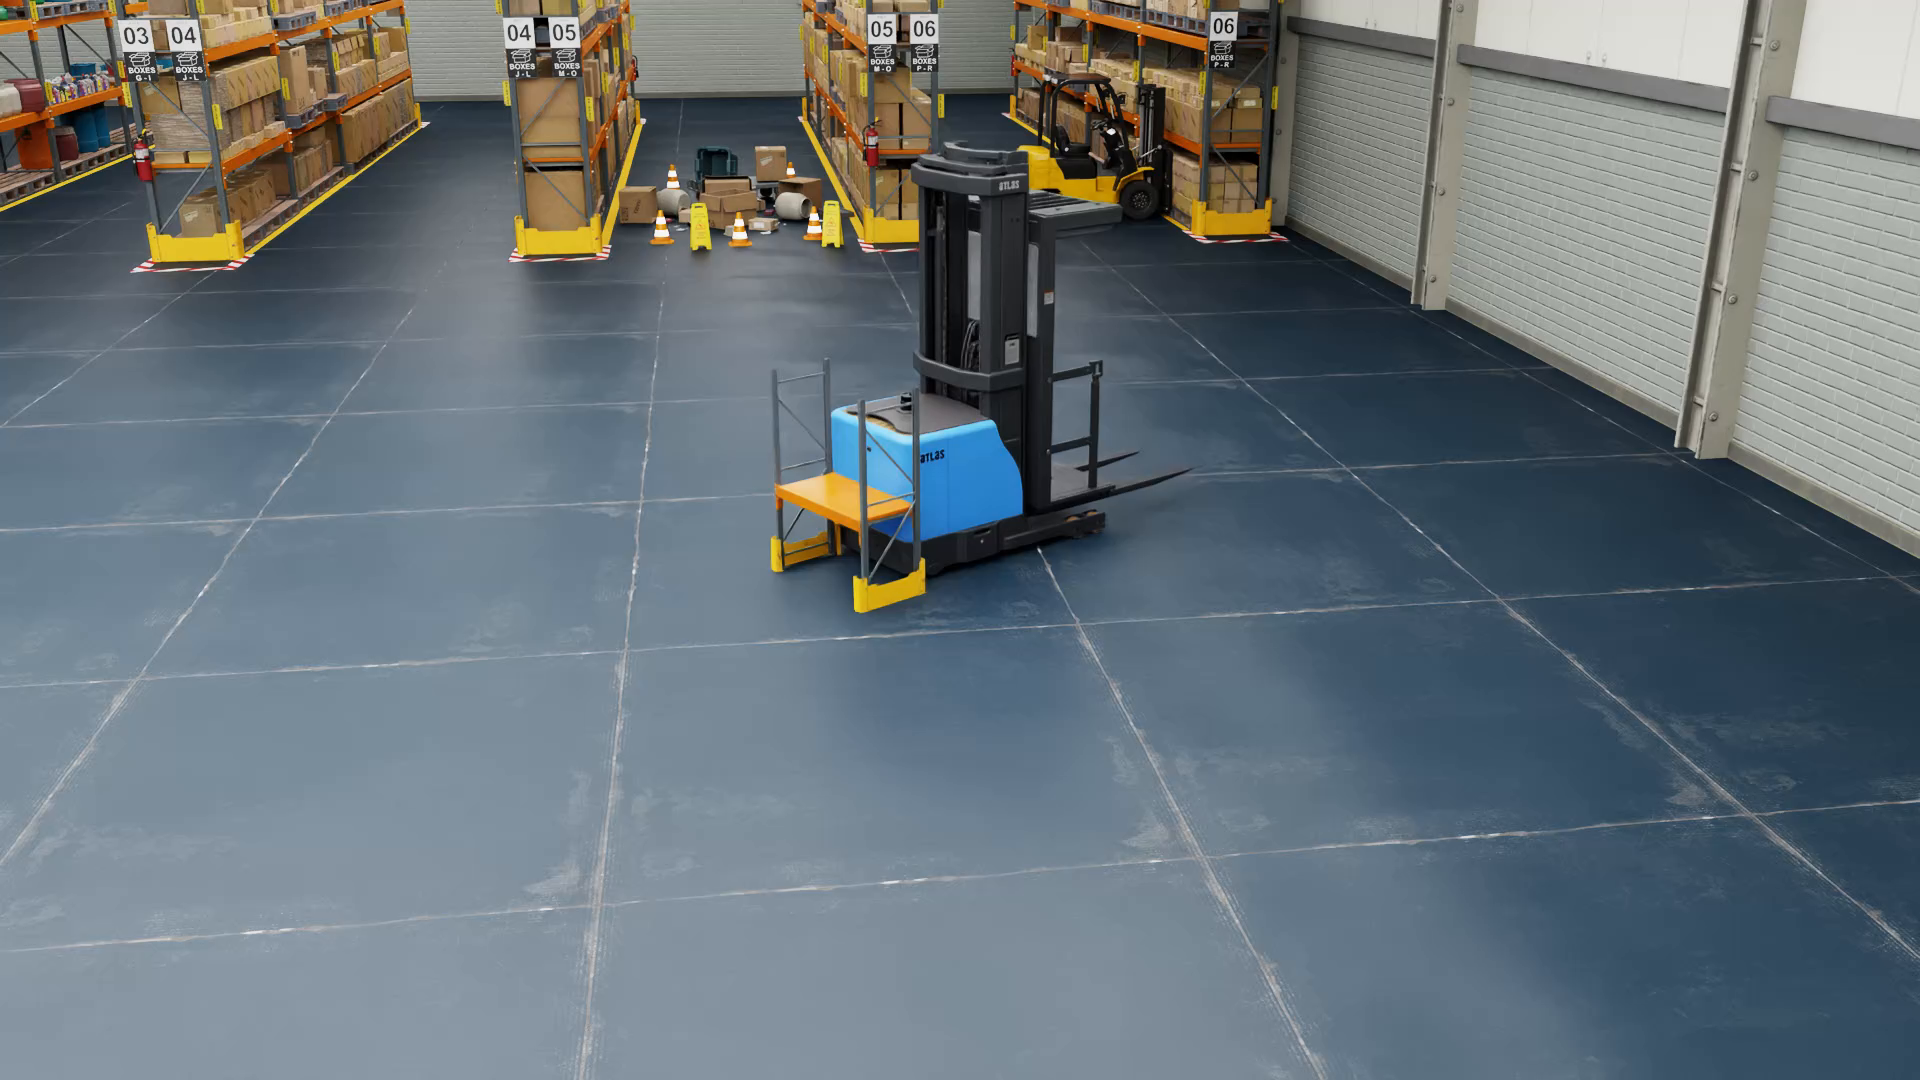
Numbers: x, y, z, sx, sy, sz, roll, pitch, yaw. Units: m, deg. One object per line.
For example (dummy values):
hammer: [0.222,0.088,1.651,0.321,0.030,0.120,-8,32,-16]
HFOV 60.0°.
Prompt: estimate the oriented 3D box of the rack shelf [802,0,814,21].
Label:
rack shelf: [-2.836,-11.726,36.567,1.077,0.370,4.000,-3,21,-8]

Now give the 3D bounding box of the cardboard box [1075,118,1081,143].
cardboard box: [2.605,-8.168,33.270,0.500,0.500,0.500,-3,21,-9]

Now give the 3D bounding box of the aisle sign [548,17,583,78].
aisle sign: [-5.395,-6.735,22.745,0.394,0.787,0.004,-3,21,-8]

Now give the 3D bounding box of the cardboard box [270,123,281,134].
cardboard box: [-10.853,-6.432,26.009,0.380,0.149,0.250,-3,21,-8]

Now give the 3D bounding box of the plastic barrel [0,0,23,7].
plastic barrel: [-16.758,-9.831,29.250,0.600,0.830,0.708,-3,21,-8]

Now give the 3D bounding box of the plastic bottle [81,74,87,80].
plastic bottle: [-16.915,-8.820,32.114,0.144,0.351,0.185,-3,21,-8]

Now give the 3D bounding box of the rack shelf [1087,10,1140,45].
rack shelf: [3.228,-9.208,29.824,1.077,0.370,4.000,-3,21,-8]

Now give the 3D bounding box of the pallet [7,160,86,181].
pallet: [-16.834,-6.796,30.610,1.003,0.211,1.213,-3,21,-8]

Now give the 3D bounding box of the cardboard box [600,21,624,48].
cardboard box: [-7.256,-10.504,34.556,0.500,0.500,0.500,-2,21,-6]

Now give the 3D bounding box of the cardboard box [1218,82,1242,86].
cardboard box: [4.179,-6.949,25.540,0.380,0.149,0.250,-3,21,-7]

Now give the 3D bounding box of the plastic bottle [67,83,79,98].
plastic bottle: [-16.621,-8.419,31.149,0.152,0.276,0.135,-3,21,-8]

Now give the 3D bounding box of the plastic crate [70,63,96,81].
plastic crate: [-17.660,-9.381,33.484,0.392,0.384,0.575,-3,21,-8]

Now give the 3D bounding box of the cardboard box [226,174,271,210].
cardboard box: [-11.093,-5.383,25.815,0.500,0.500,0.500,4,21,9]

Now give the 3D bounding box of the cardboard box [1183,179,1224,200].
cardboard box: [3.714,-5.358,25.390,0.500,0.250,0.500,-3,21,-8]

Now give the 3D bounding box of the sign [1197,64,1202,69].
sign: [4.066,-7.919,28.280,0.100,0.325,0.005,-3,21,-8]

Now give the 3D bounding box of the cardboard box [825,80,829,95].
cardboard box: [-2.301,-8.673,31.864,0.500,0.250,0.500,-4,21,-10]

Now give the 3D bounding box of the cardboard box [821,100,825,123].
cardboard box: [-2.662,-9.495,36.913,0.875,0.438,0.875,-4,21,-9]

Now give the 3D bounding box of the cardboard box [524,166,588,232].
cardboard box: [-5.865,-4.959,24.143,0.875,0.875,0.875,-3,21,-7]

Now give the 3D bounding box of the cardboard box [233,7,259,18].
cardboard box: [-10.799,-7.940,25.046,0.380,0.149,0.250,-4,21,-10]

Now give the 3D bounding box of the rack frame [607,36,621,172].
rack frame: [-6.855,-8.296,30.642,1.000,3.000,0.127,-3,21,-8]

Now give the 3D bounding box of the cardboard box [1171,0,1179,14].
cardboard box: [3.693,-8.465,25.915,0.797,0.503,0.637,-2,21,-6]

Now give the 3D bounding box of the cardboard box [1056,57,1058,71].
cardboard box: [2.184,-9.851,34.396,0.396,0.266,0.258,-2,21,-5]

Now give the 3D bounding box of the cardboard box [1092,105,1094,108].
cardboard box: [2.937,-8.899,34.301,0.380,0.149,0.250,-4,21,-10]

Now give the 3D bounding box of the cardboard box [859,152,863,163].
cardboard box: [-1.344,-5.850,25.423,0.380,0.149,0.250,-3,21,-7]

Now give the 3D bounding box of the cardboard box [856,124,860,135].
cardboard box: [-1.428,-6.424,25.987,0.380,0.149,0.250,-3,21,-8]

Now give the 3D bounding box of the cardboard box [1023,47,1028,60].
cardboard box: [1.735,-11.151,38.074,0.500,0.250,0.500,-3,21,-9]

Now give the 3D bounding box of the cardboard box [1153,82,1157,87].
cardboard box: [3.368,-7.407,27.191,0.380,0.149,0.250,-2,21,-7]

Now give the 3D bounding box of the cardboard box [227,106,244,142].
cardboard box: [-10.897,-6.032,24.010,0.875,0.500,0.500,-3,21,-8]

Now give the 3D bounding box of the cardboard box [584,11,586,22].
cardboard box: [-5.544,-7.455,23.718,0.380,0.149,0.250,-3,21,-7]

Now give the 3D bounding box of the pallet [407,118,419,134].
pallet: [-12.738,-9.272,37.239,1.003,0.211,1.213,-3,21,-8]

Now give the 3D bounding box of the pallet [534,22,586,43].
pallet: [-5.819,-7.146,23.402,1.003,0.211,1.213,-3,21,-8]

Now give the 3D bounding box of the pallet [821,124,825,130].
pallet: [-2.580,-8.927,36.315,1.003,0.211,1.213,-3,21,-8]

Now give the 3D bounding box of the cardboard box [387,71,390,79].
cardboard box: [-12.184,-9.741,34.868,0.380,0.149,0.250,-3,21,-9]

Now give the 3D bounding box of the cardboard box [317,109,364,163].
cardboard box: [-11.857,-7.522,31.006,1.225,0.875,0.875,-4,21,-10]

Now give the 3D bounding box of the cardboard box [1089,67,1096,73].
cardboard box: [2.738,-8.829,31.568,0.500,0.250,0.500,-3,21,-8]

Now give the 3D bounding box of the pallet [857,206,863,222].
pallet: [-1.084,-5.236,26.432,1.003,0.211,1.213,-3,21,-8]

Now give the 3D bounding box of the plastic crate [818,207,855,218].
plastic crate: [-1.980,-5.243,26.640,0.402,0.080,0.583,-11,23,-26]

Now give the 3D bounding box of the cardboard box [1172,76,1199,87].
cardboard box: [3.587,-7.285,26.439,0.380,0.149,0.250,-3,21,-8]

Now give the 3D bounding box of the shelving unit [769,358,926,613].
shelving unit: [-0.808,-0.408,11.665,0.587,1.500,1.083,-17,26,-37]

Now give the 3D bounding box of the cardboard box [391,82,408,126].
cardboard box: [-12.628,-9.520,36.354,0.875,0.875,0.875,-3,21,-8]

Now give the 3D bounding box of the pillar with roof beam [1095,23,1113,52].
pillar with roof beam: [-1.105,-13.097,34.922,9.100,9.000,0.400,-3,21,-8]

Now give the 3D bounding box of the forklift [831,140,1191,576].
forklift: [0.504,-1.515,12.584,3.031,2.935,1.130,-15,25,-35]

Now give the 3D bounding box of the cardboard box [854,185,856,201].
cardboard box: [-1.410,-5.519,26.535,0.500,0.250,0.500,-3,21,-8]

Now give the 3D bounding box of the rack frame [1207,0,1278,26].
rack frame: [4.093,-8.873,23.612,1.000,3.000,0.127,-3,21,-8]

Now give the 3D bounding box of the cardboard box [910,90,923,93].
cardboard box: [-0.846,-6.706,25.817,0.500,0.500,0.500,-3,21,-9]

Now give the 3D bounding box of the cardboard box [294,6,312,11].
cardboard box: [-11.312,-8.919,28.235,0.500,0.250,0.500,-2,21,-6]

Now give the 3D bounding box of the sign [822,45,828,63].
sign: [-2.520,-9.094,31.123,0.100,0.325,0.005,-3,21,-8]

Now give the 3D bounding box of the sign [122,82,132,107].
sign: [-11.177,-5.981,22.335,0.100,0.325,0.005,-3,21,-8]
